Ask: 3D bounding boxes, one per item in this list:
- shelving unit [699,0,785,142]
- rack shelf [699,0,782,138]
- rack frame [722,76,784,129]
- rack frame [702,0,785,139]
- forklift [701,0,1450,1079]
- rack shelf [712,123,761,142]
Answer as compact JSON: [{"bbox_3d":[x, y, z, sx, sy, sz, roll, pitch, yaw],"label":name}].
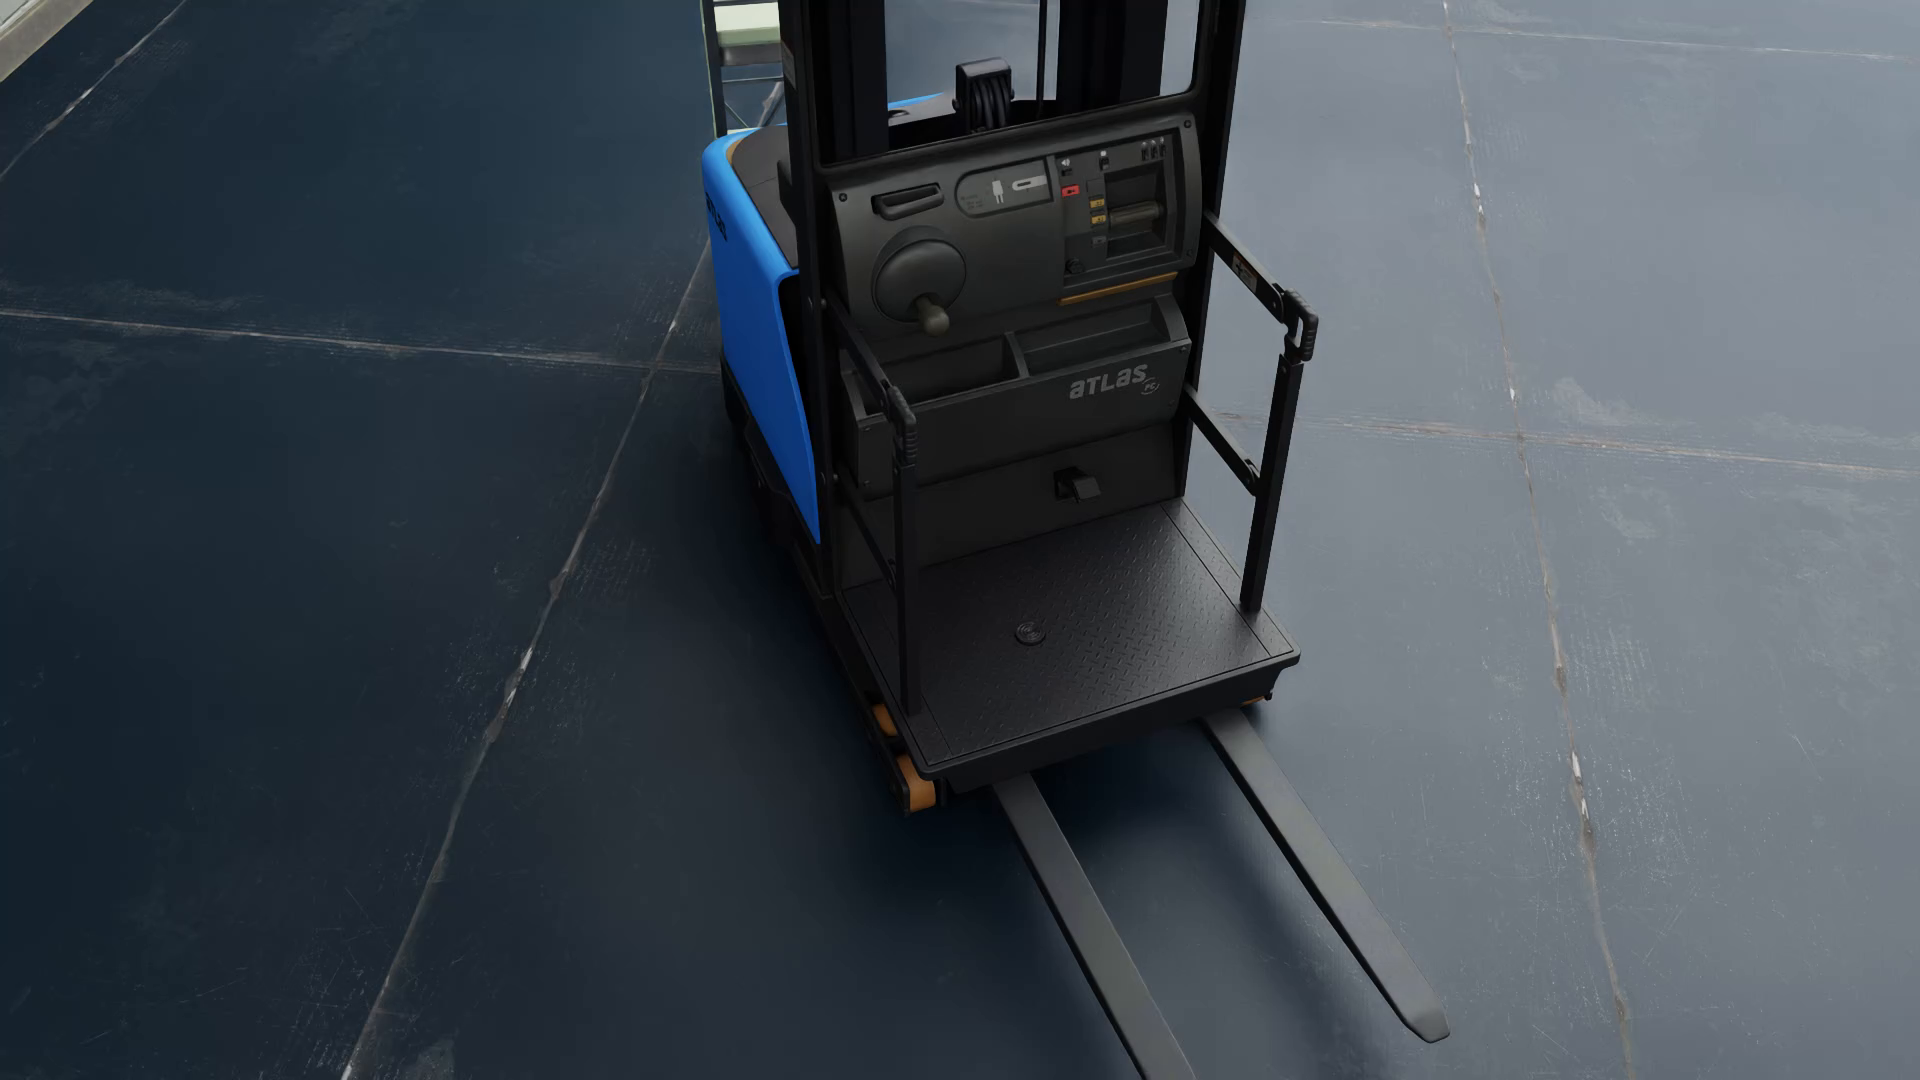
[{"bbox_3d":[-0.620,-1.372,5.608,0.431,1.500,0.755,-7,44,-7],"label":"shelving unit"},{"bbox_3d":[-0.620,-1.656,5.340,0.431,0.370,0.720,-7,44,-7],"label":"rack shelf"},{"bbox_3d":[-0.680,-1.620,5.870,0.400,1.500,0.023,-7,44,-7],"label":"rack frame"},{"bbox_3d":[-0.559,-1.124,5.346,0.400,1.500,0.023,-7,44,-7],"label":"rack frame"},{"bbox_3d":[0.233,-0.667,3.823,1.130,2.935,3.031,-15,46,-16],"label":"forklift"},{"bbox_3d":[-0.620,-1.135,5.833,0.431,0.370,0.720,-7,44,-7],"label":"rack shelf"}]
